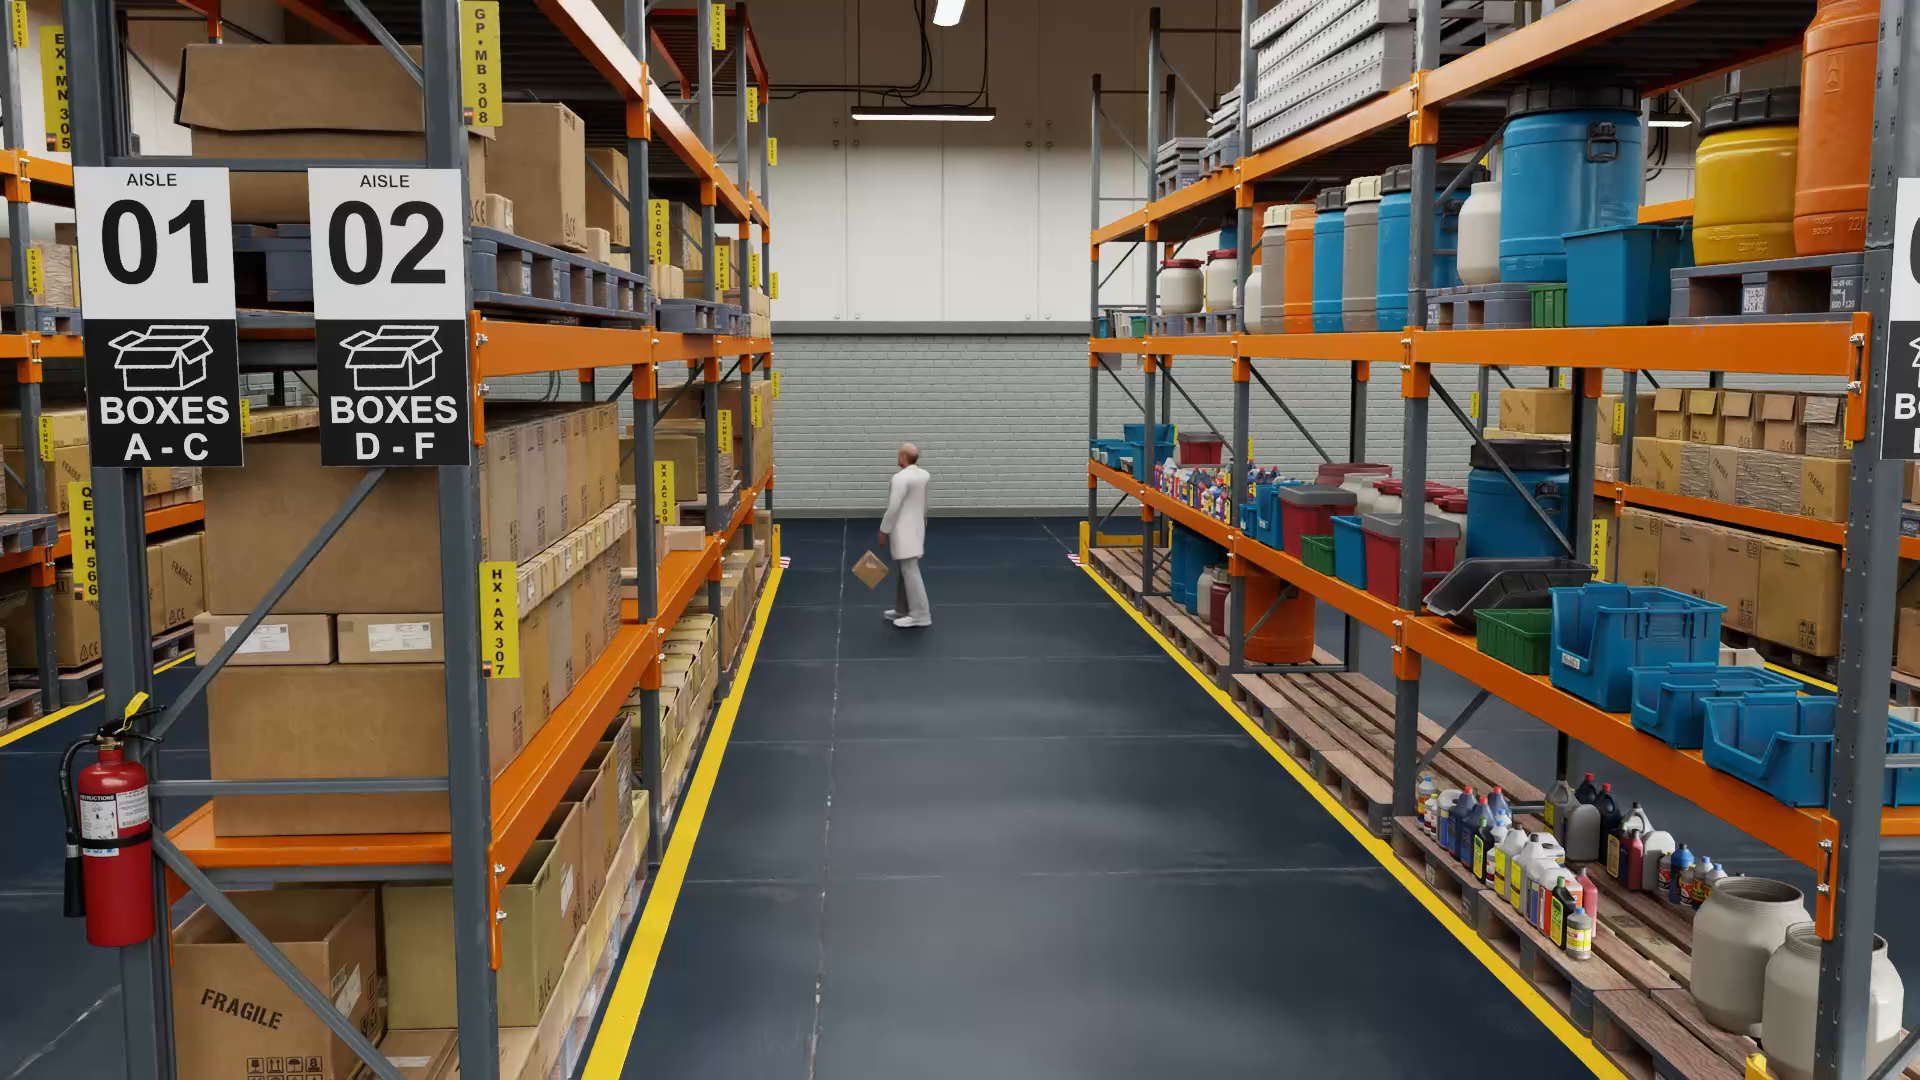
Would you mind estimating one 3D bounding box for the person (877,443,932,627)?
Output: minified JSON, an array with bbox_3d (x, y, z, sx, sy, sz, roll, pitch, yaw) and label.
[{"bbox_3d":[-0.545,-0.060,16.265,0.665,1.776,0.658,4,8,29],"label":"person"}]
